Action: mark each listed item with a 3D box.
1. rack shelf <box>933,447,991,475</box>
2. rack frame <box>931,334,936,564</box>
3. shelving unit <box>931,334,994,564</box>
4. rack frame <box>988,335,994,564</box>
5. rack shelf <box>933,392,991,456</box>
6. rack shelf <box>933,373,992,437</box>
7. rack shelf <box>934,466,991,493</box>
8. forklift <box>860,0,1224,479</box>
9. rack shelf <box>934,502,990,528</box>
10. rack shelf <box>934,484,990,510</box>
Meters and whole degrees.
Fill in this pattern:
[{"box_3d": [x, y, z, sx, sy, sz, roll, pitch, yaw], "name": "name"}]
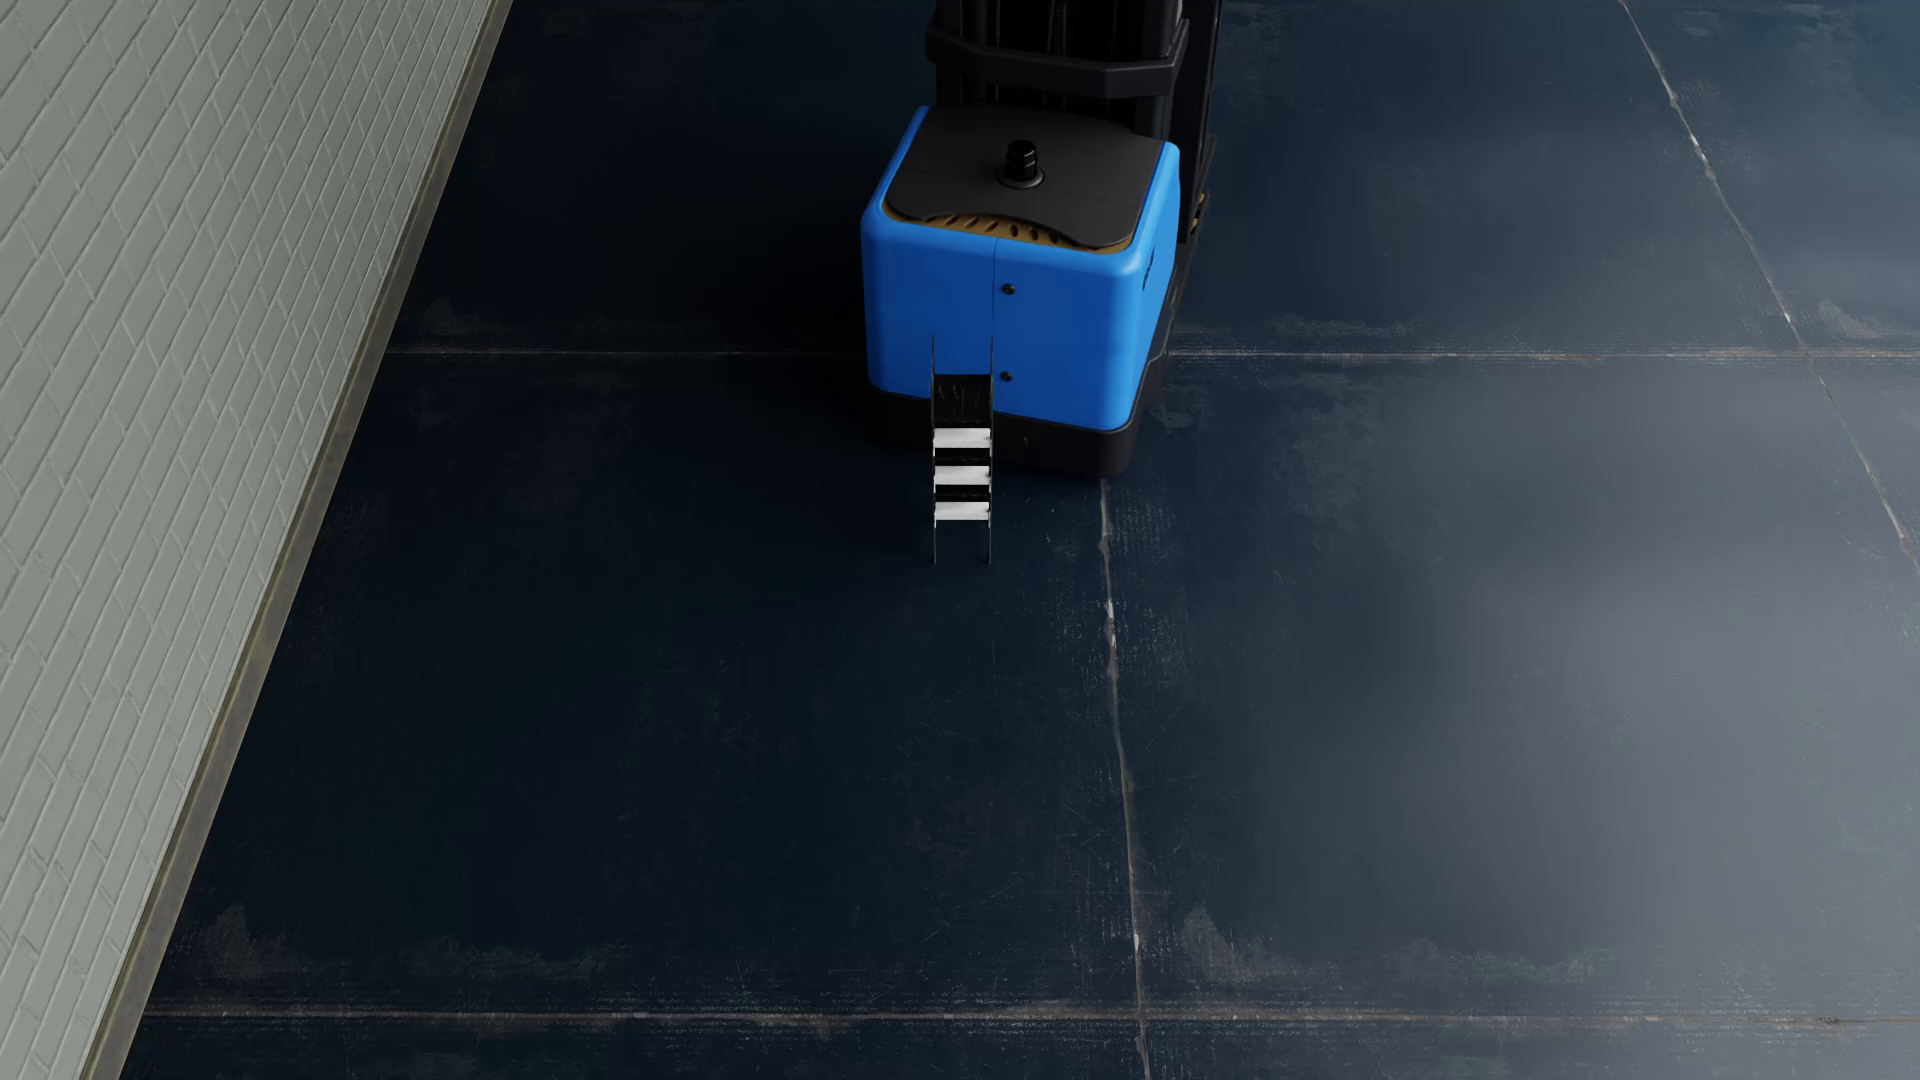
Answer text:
[{"box_3d": [0.008, -0.345, 5.879, 0.200, 0.077, 0.258, 0, 47, 0], "name": "rack shelf"}, {"box_3d": [-0.094, -0.307, 5.921, 0.006, 0.900, 0.240, 0, 47, 0], "name": "rack frame"}, {"box_3d": [0.008, -0.307, 5.921, 0.210, 0.900, 0.258, 0, 47, 0], "name": "shelving unit"}, {"box_3d": [0.110, -0.306, 5.920, 0.006, 0.900, 0.240, 0, 47, 0], "name": "rack frame"}, {"box_3d": [0.008, -0.406, 5.813, 0.200, 0.077, 0.258, 0, 47, 0], "name": "rack shelf"}, {"box_3d": [0.008, -0.468, 5.747, 0.200, 0.077, 0.258, 0, 47, 0], "name": "rack shelf"}, {"box_3d": [0.008, -0.284, 5.945, 0.200, 0.077, 0.258, 0, 47, 0], "name": "rack shelf"}, {"box_3d": [0.507, -2.337, 6.423, 1.130, 2.935, 3.031, 11, 48, 10], "name": "forklift"}, {"box_3d": [0.008, -0.161, 6.077, 0.200, 0.077, 0.258, 0, 47, 0], "name": "rack shelf"}, {"box_3d": [0.008, -0.223, 6.011, 0.200, 0.077, 0.258, 0, 47, 0], "name": "rack shelf"}]
